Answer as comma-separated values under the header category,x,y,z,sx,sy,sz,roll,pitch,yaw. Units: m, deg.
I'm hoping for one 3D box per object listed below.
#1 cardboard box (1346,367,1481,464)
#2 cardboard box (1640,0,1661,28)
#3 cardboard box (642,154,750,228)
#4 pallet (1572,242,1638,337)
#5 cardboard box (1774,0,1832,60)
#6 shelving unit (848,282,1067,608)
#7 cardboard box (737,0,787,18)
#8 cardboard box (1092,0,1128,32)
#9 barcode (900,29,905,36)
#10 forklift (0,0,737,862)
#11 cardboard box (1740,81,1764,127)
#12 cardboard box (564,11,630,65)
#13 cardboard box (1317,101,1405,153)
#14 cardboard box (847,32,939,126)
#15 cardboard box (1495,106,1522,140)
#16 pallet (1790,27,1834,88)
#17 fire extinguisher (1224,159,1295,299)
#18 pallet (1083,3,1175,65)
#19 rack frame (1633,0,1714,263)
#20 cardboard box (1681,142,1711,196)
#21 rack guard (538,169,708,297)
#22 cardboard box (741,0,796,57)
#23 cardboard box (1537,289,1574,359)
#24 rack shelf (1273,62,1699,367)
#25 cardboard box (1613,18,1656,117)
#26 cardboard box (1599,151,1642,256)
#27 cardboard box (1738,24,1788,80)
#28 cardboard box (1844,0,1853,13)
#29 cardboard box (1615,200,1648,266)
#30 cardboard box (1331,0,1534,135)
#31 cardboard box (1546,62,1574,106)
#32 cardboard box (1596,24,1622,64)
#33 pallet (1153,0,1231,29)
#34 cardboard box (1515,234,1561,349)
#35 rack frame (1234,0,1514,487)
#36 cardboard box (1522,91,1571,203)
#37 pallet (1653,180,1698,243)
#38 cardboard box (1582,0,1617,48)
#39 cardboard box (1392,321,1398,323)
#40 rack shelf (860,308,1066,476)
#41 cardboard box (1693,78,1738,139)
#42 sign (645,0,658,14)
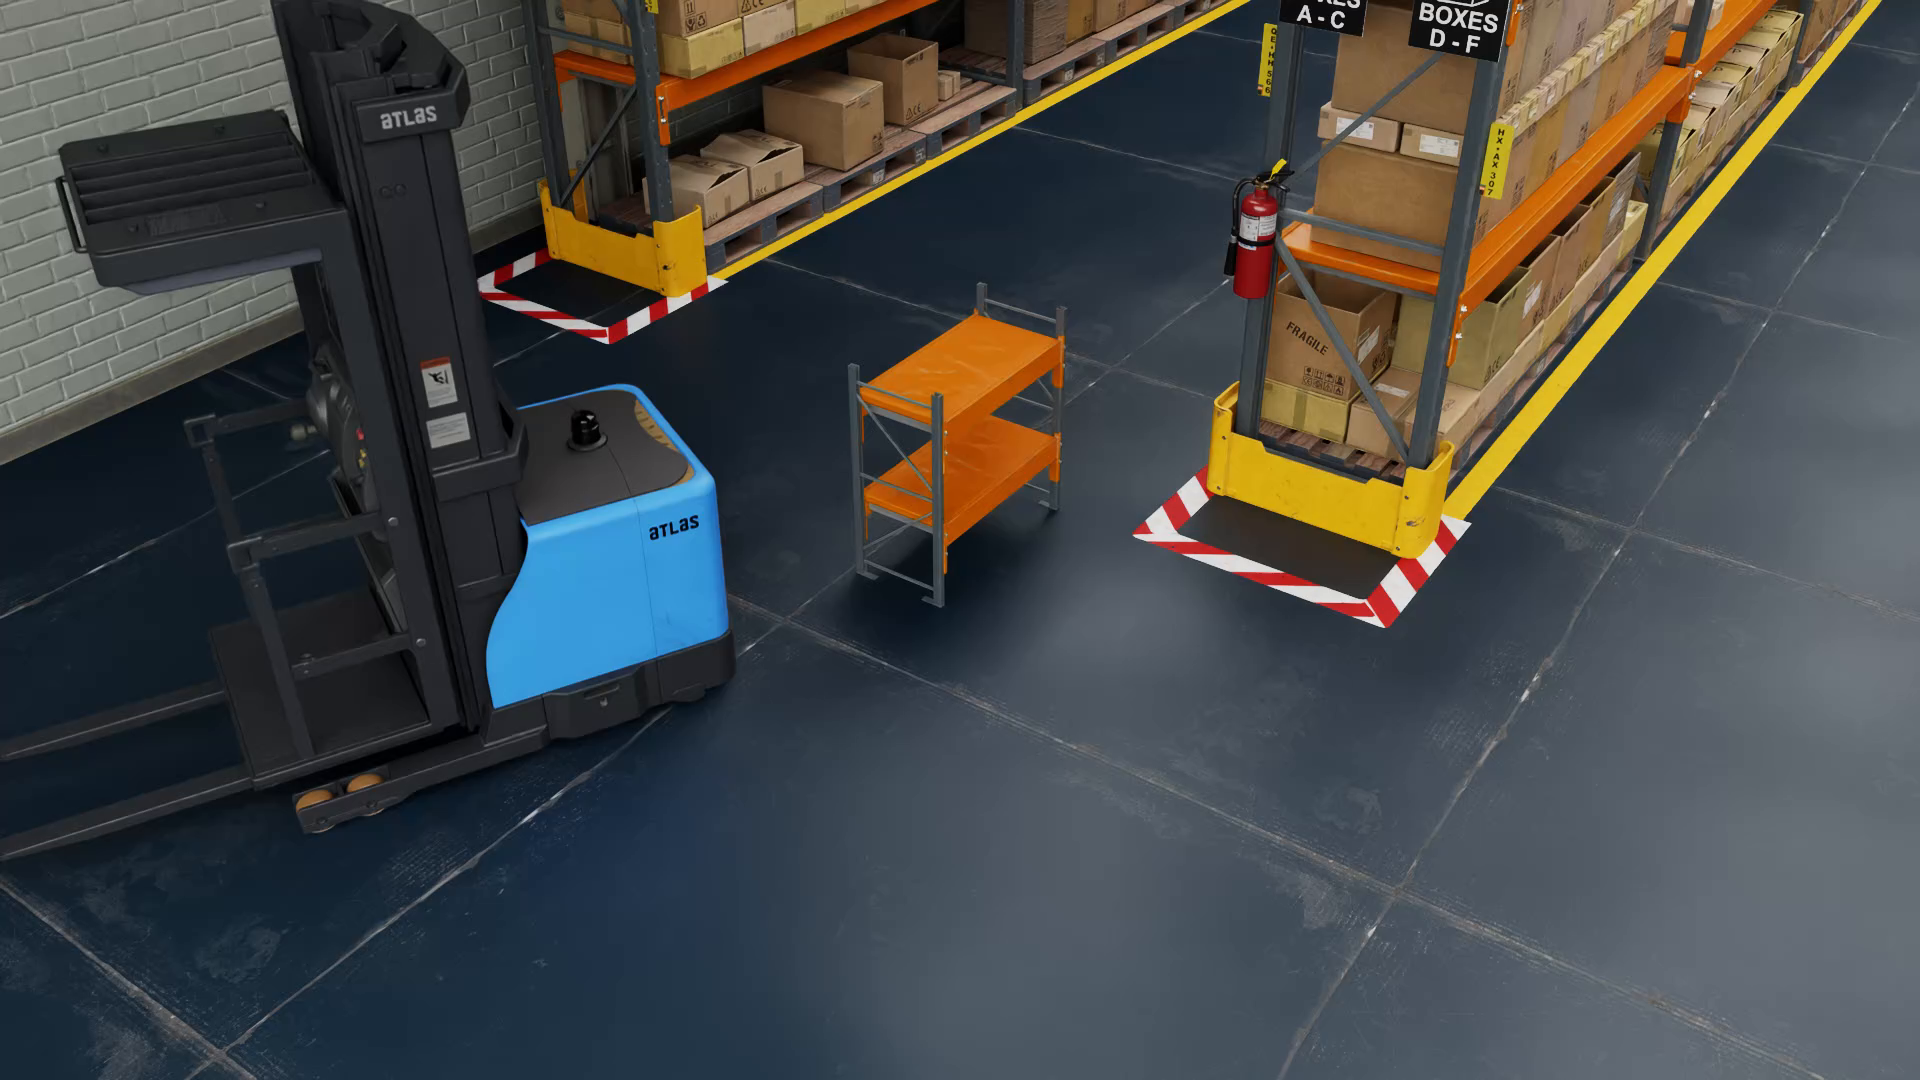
category,x,y,z,sx,sy,sz,roll,pitch,yaw
cardboard box,2.337,-0.624,8.574,0.500,0.250,0.500,21,39,28
cardboard box,3.711,-3.015,9.362,0.380,0.149,0.250,21,39,28
cardboard box,-1.755,-2.351,11.057,0.500,0.311,0.500,17,37,23
pallet,3.641,-1.746,10.643,1.003,0.211,1.213,21,39,28
cardboard box,6.904,-4.359,13.857,0.500,0.500,0.500,23,40,30
shelving unit,0.004,-0.469,7.939,0.538,1.125,1.048,21,39,28
cardboard box,-1.415,-3.598,10.340,0.500,0.500,0.500,21,40,28
cardboard box,1.041,-4.801,14.510,0.700,0.500,0.500,22,40,29
barcode,-0.448,-3.942,12.954,0.001,0.075,0.075,21,39,28
forklift,-2.518,-0.402,6.228,3.031,2.935,1.130,-17,38,-24
cardboard box,5.730,-3.341,12.592,0.500,0.250,0.500,22,40,29
cardboard box,-2.116,-3.217,10.445,0.500,0.250,0.500,22,40,29
cardboard box,1.909,-1.960,7.802,0.380,0.149,0.250,21,39,27
cardboard box,-0.502,-3.491,12.573,0.500,0.500,0.500,18,38,25
cardboard box,2.397,-1.957,7.798,0.380,0.149,0.250,20,39,27
pallet,6.866,-4.271,14.377,1.003,0.211,1.213,21,39,28
fire extinguisher,1.399,-1.475,7.822,0.296,0.674,0.183,21,39,28
pallet,1.195,-4.602,14.866,1.003,0.211,1.213,21,39,28
rack frame,4.129,-3.254,10.384,1.000,3.000,0.127,21,39,28
cardboard box,4.855,-2.630,11.541,0.500,0.250,0.500,22,40,29
rack guard,-2.180,-1.993,10.751,1.175,0.500,0.348,21,39,28
cardboard box,-1.400,-3.306,10.577,0.500,0.250,0.500,20,39,27
cardboard box,3.193,-1.313,9.594,0.500,0.250,0.500,21,39,28
rack shelf,2.988,-2.035,9.224,1.077,0.370,4.000,21,39,28
cardboard box,3.586,-2.844,9.689,0.700,0.500,0.500,21,39,28
cardboard box,3.749,-2.090,10.073,0.500,0.500,0.500,21,39,28
cardboard box,6.022,-3.801,12.772,0.500,0.311,0.500,21,39,28
cardboard box,7.781,-5.073,14.913,0.500,0.500,0.500,20,39,27
cardboard box,4.044,-2.005,10.617,0.500,0.250,0.500,21,39,28
cardboard box,2.155,-2.227,7.618,0.700,0.500,0.500,21,40,28
cardboard box,2.836,-2.310,8.320,0.380,0.149,0.250,20,39,27
cardboard box,3.275,-2.663,8.842,0.380,0.149,0.250,23,40,30
pallet,1.891,-5.161,15.693,1.003,0.211,1.213,21,39,28
cardboard box,2.895,-1.399,9.051,0.500,0.500,0.500,21,39,28
rack frame,1.848,-1.413,7.662,1.000,3.000,0.127,21,39,28
cardboard box,2.708,-2.135,8.640,0.700,0.500,0.500,22,40,28
pallet,4.517,-2.450,11.685,1.003,0.211,1.213,21,39,28
cardboard box,3.023,-2.933,8.663,0.700,0.500,0.500,21,39,28
cardboard box,2.470,-1.254,9.506,0.500,0.250,0.500,21,39,28
rack shelf,0.004,-0.712,7.776,0.538,0.278,1.000,21,39,28
cardboard box,5.153,-3.099,11.734,0.500,0.311,0.500,20,39,27
sign,-1.778,-3.179,9.500,0.100,0.325,0.005,21,39,28
